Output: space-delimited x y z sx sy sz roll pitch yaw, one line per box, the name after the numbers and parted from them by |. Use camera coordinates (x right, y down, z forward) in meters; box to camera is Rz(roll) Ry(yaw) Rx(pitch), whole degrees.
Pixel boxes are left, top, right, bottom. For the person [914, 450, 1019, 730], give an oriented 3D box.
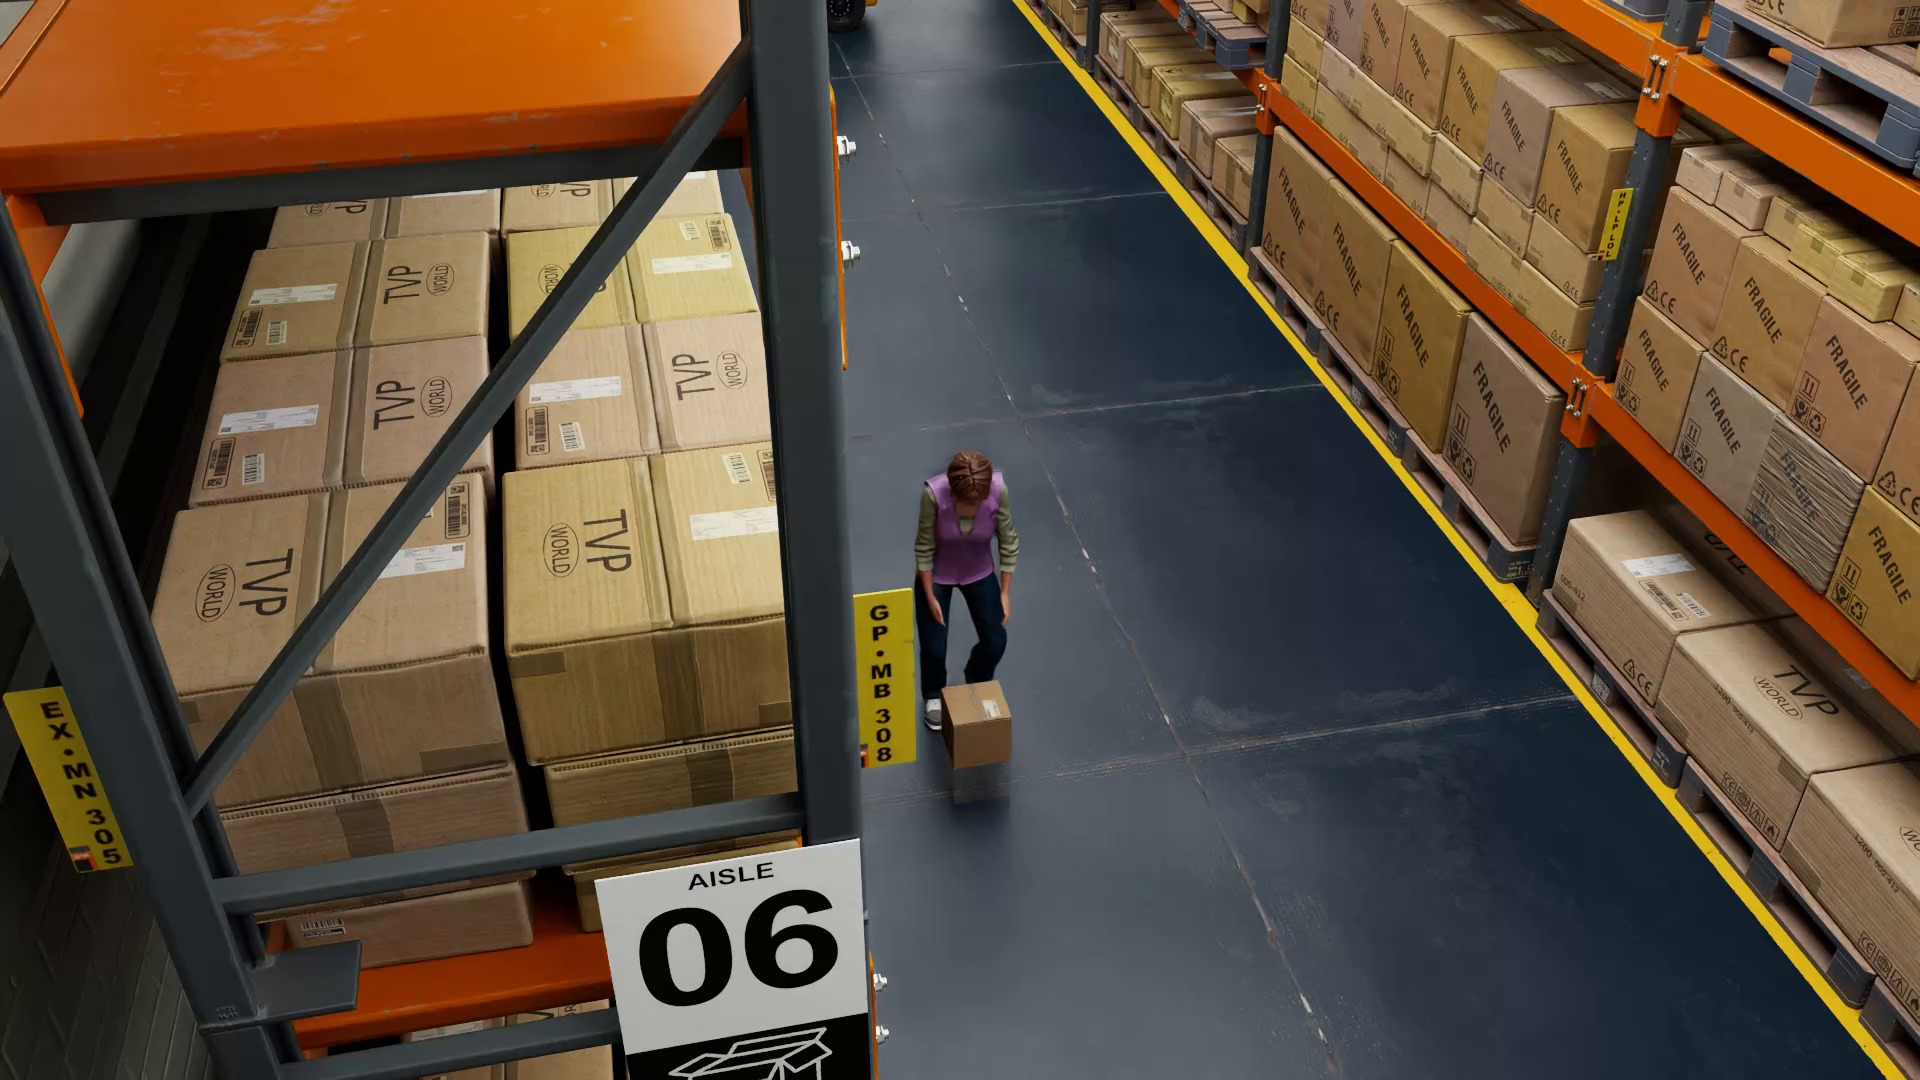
0.022 0.193 7.207 0.447 1.466 0.497 -5 35 -7 | person
